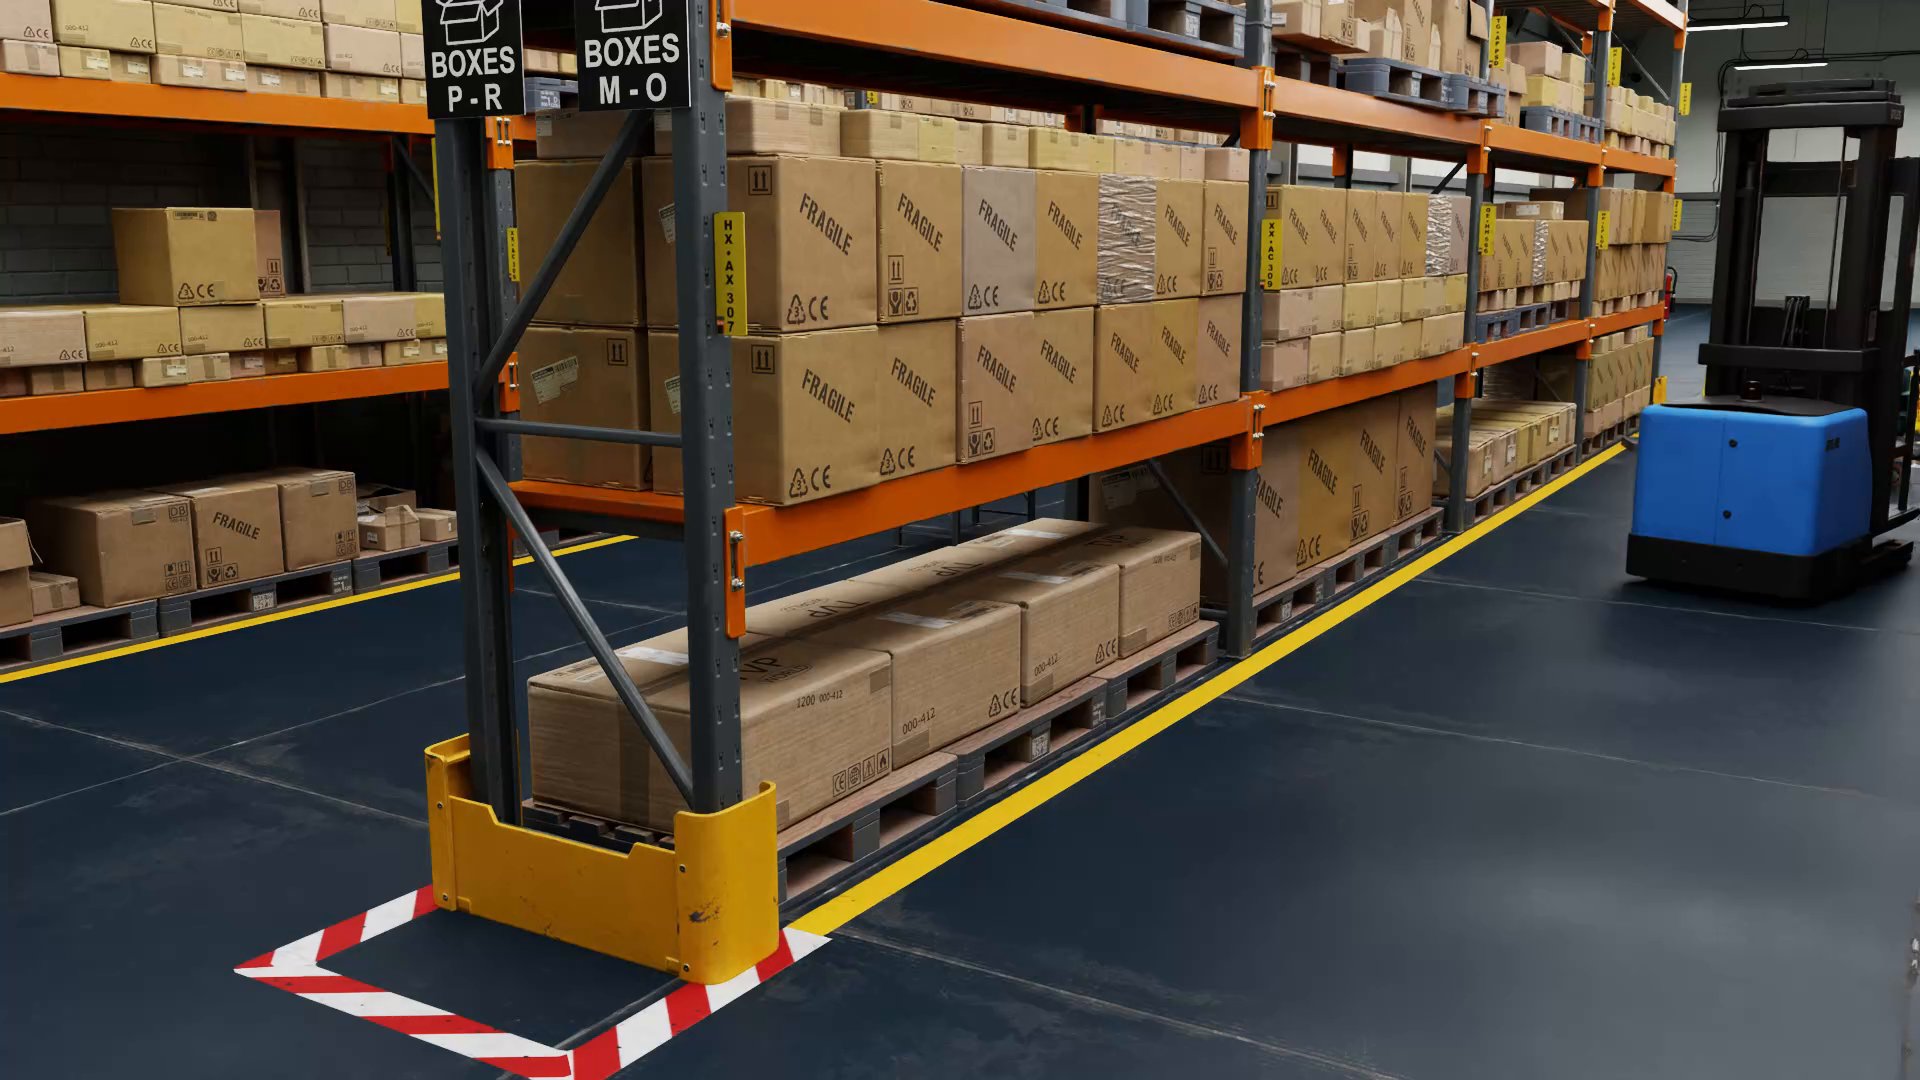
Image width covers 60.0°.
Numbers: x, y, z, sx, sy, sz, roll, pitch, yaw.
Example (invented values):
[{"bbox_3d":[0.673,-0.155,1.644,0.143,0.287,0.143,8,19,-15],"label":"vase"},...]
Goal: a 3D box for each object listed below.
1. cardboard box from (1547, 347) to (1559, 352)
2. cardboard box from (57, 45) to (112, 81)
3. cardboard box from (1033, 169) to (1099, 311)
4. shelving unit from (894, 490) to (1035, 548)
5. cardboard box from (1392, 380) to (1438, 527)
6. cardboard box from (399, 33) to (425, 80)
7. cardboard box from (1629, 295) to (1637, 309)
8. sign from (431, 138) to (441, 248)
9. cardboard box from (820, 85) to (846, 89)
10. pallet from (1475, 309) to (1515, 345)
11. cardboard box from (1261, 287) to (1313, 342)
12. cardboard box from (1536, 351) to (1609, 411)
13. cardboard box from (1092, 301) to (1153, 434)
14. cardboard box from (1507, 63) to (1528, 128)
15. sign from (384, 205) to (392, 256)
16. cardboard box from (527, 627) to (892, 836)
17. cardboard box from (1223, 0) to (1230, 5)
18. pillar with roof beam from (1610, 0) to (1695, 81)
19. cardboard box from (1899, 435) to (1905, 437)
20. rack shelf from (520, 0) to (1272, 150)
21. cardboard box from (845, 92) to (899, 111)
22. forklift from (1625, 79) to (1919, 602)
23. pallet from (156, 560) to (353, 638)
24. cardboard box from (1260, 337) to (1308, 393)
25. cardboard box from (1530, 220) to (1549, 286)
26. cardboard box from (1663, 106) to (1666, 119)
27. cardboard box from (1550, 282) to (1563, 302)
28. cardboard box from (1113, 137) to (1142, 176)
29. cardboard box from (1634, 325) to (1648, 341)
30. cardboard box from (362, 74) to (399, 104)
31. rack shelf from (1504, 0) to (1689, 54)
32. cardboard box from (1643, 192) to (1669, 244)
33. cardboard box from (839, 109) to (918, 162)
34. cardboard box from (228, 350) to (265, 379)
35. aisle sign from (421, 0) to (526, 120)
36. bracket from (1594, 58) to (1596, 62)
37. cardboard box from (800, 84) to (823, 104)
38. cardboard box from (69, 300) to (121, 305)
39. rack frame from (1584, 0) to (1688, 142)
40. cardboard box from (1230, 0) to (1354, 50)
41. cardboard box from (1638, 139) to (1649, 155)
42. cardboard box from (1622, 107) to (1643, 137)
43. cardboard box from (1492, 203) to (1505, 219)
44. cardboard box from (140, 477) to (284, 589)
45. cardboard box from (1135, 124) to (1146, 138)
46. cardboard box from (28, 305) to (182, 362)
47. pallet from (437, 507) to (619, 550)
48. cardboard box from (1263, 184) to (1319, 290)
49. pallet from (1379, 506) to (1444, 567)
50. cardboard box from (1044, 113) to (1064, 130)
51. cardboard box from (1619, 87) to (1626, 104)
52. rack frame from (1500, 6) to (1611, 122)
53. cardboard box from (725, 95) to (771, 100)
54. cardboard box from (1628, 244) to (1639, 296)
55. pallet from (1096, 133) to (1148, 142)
[{"bbox_3d":[5.484,-1.613,16.127,0.500,0.500,0.500,7,12,32],"label":"cardboard box"},{"bbox_3d":[-4.358,-2.310,8.086,0.380,0.149,0.250,6,12,31],"label":"cardboard box"},{"bbox_3d":[0.187,-1.135,6.289,0.500,0.500,0.500,6,12,31],"label":"cardboard box"},{"bbox_3d":[0.044,-0.751,11.302,0.538,1.500,1.048,6,12,31],"label":"shelving unit"},{"bbox_3d":[2.637,-0.623,11.179,0.875,0.875,0.875,6,12,30],"label":"cardboard box"},{"bbox_3d":[-3.291,-2.853,9.906,0.500,0.250,0.500,6,12,31],"label":"cardboard box"},{"bbox_3d":[6.604,-2.409,16.770,0.380,0.149,0.250,6,12,30],"label":"cardboard box"},{"bbox_3d":[-1.543,-1.043,4.999,0.100,0.325,0.005,6,12,31],"label":"sign"},{"bbox_3d":[-1.103,-3.696,13.323,0.380,0.149,0.250,7,13,33],"label":"cardboard box"},{"bbox_3d":[3.345,-1.590,12.230,1.213,0.211,1.003,6,12,31],"label":"pallet"},{"bbox_3d":[1.459,-1.147,8.393,0.500,0.250,0.500,6,12,29],"label":"cardboard box"},{"bbox_3d":[5.680,-1.481,15.423,0.500,0.500,0.500,7,13,33],"label":"cardboard box"},{"bbox_3d":[0.457,-0.723,6.805,0.500,0.500,0.500,6,12,30],"label":"cardboard box"},{"bbox_3d":[3.834,-3.330,12.570,0.797,0.503,0.637,6,12,31],"label":"cardboard box"},{"bbox_3d":[-3.731,-2.028,10.903,0.100,0.325,0.005,6,12,31],"label":"sign"},{"bbox_3d":[-0.830,0.636,5.642,0.875,0.438,0.875,6,12,29],"label":"cardboard box"},{"bbox_3d":[1.268,-2.728,8.740,0.500,0.311,0.500,6,12,31],"label":"cardboard box"},{"bbox_3d":[21.099,-10.526,43.138,9.100,9.000,0.548,6,12,31],"label":"pillar with roof beam"},{"bbox_3d":[8.472,-1.075,15.742,0.797,0.503,0.637,-2,11,-9],"label":"cardboard box"},{"bbox_3d":[-0.049,-1.739,6.309,1.077,0.370,4.000,6,12,31],"label":"rack shelf"},{"bbox_3d":[-0.737,-3.676,13.925,0.380,0.166,0.250,6,12,31],"label":"cardboard box"},{"bbox_3d":[5.363,-1.303,10.365,1.130,2.935,3.031,10,15,43],"label":"forklift"},{"bbox_3d":[-4.244,0.265,9.380,1.003,0.211,1.213,6,12,31],"label":"pallet"},{"bbox_3d":[1.444,-0.903,8.448,0.500,0.250,0.500,6,12,29],"label":"cardboard box"},{"bbox_3d":[4.299,-2.257,13.051,0.500,0.500,0.500,6,12,29],"label":"cardboard box"},{"bbox_3d":[7.130,-4.445,17.322,0.380,0.149,0.250,7,12,32],"label":"cardboard box"},{"bbox_3d":[4.728,-2.042,13.668,0.380,0.149,0.250,7,12,31],"label":"cardboard box"},{"bbox_3d":[0.519,-1.560,6.796,0.380,0.149,0.250,6,12,30],"label":"cardboard box"},{"bbox_3d":[6.894,-2.147,17.217,0.380,0.149,0.250,7,13,32],"label":"cardboard box"},{"bbox_3d":[-3.465,-2.593,9.598,0.380,0.149,0.250,7,13,33],"label":"cardboard box"},{"bbox_3d":[6.182,-5.099,16.114,1.077,0.370,4.000,6,12,31],"label":"rack shelf"},{"bbox_3d":[6.695,-3.237,16.709,0.700,0.500,0.500,6,12,30],"label":"cardboard box"},{"bbox_3d":[-0.358,-1.270,5.251,0.380,0.149,0.250,7,13,32],"label":"cardboard box"},{"bbox_3d":[-4.021,-0.968,9.068,0.380,0.149,0.250,6,12,31],"label":"cardboard box"},{"bbox_3d":[-1.389,-1.600,4.697,0.394,0.787,0.004,6,12,31],"label":"aisle sign"},{"bbox_3d":[16.170,-12.202,42.310,0.076,0.066,4.783,6,12,31],"label":"bracket"},{"bbox_3d":[-1.307,-3.514,13.162,0.380,0.149,0.250,6,12,29],"label":"cardboard box"},{"bbox_3d":[-4.518,-1.188,9.162,0.500,0.250,0.500,6,12,31],"label":"cardboard box"},{"bbox_3d":[7.220,-5.769,17.728,1.000,3.000,0.127,6,12,31],"label":"rack frame"},{"bbox_3d":[1.695,-2.774,8.468,0.500,0.500,0.500,6,12,30],"label":"cardboard box"},{"bbox_3d":[6.514,-3.842,16.272,0.380,0.149,0.250,6,12,30],"label":"cardboard box"},{"bbox_3d":[6.137,-3.940,15.712,0.500,0.250,0.500,7,12,31],"label":"cardboard box"},{"bbox_3d":[4.597,-2.871,14.570,0.380,0.149,0.250,6,12,30],"label":"cardboard box"},{"bbox_3d":[-4.096,-0.046,9.117,0.500,0.500,0.500,7,12,32],"label":"cardboard box"},{"bbox_3d":[1.791,-4.433,18.017,0.380,0.149,0.250,7,13,32],"label":"cardboard box"},{"bbox_3d":[-4.343,-1.055,8.450,0.500,0.250,0.500,6,12,30],"label":"cardboard box"},{"bbox_3d":[-2.864,-0.167,11.688,1.003,0.211,1.213,6,12,31],"label":"pallet"},{"bbox_3d":[1.464,-1.515,8.321,0.500,0.500,0.500,7,12,31],"label":"cardboard box"},{"bbox_3d":[2.593,-0.074,11.192,1.003,0.211,1.213,6,12,31],"label":"pallet"},{"bbox_3d":[0.731,-4.214,16.402,0.500,0.311,0.500,6,12,29],"label":"cardboard box"},{"bbox_3d":[5.841,-4.036,15.142,0.380,0.149,0.250,6,12,29],"label":"cardboard box"},{"bbox_3d":[5.143,-5.140,14.368,1.000,3.000,0.127,6,12,31],"label":"rack frame"},{"bbox_3d":[-1.757,-3.174,12.429,0.500,0.250,0.500,6,12,31],"label":"cardboard box"},{"bbox_3d":[6.368,-2.669,16.394,0.500,0.500,0.500,7,12,31],"label":"cardboard box"},{"bbox_3d":[1.320,-4.232,17.912,1.003,0.211,1.213,6,12,31],"label":"pallet"}]
